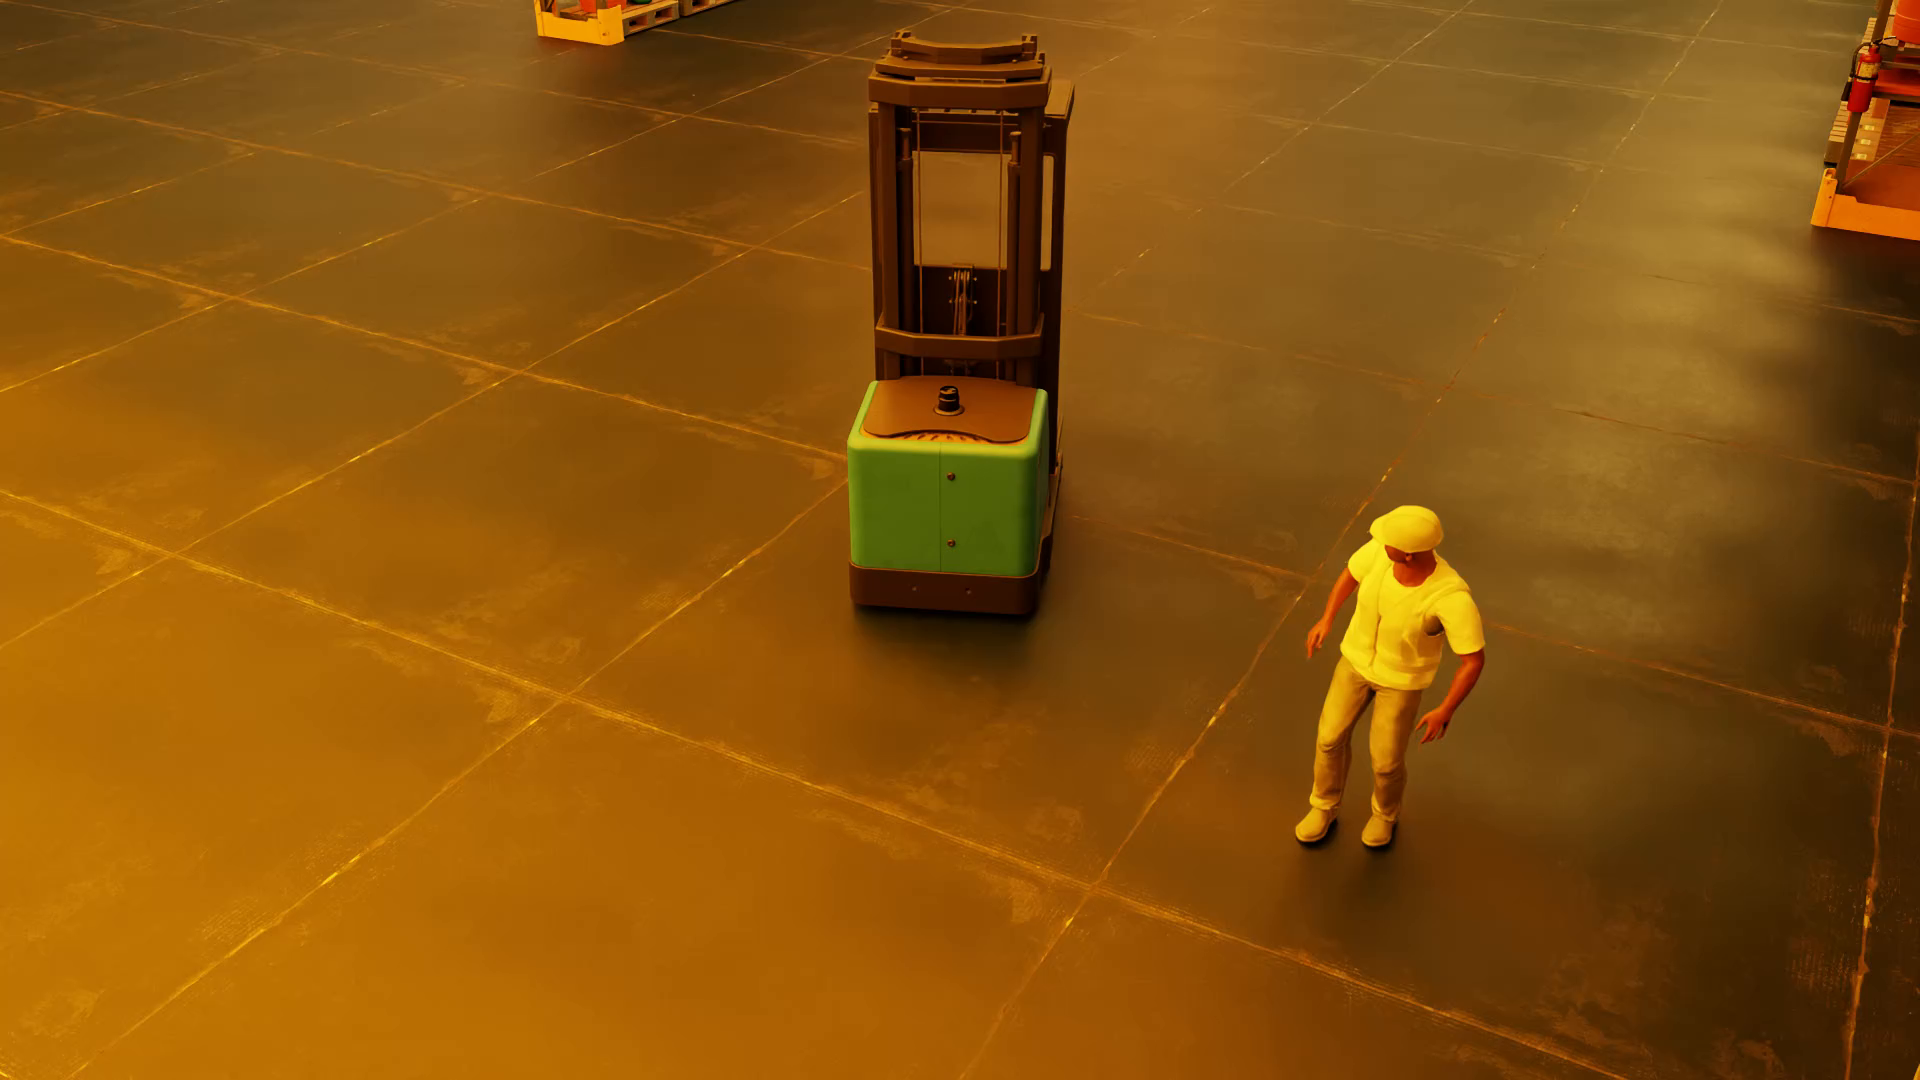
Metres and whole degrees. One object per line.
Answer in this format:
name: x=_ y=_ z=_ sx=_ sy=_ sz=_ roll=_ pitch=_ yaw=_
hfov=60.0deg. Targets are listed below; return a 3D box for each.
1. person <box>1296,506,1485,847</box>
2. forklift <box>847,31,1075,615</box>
person: x=1.842 y=0.606 z=7.217 sx=0.780 sy=1.737 sz=0.516 roll=26 pitch=39 yaw=37
forklift: x=0.072 y=-1.572 z=9.794 sx=1.130 sy=2.935 sz=3.031 roll=3 pitch=30 yaw=6
